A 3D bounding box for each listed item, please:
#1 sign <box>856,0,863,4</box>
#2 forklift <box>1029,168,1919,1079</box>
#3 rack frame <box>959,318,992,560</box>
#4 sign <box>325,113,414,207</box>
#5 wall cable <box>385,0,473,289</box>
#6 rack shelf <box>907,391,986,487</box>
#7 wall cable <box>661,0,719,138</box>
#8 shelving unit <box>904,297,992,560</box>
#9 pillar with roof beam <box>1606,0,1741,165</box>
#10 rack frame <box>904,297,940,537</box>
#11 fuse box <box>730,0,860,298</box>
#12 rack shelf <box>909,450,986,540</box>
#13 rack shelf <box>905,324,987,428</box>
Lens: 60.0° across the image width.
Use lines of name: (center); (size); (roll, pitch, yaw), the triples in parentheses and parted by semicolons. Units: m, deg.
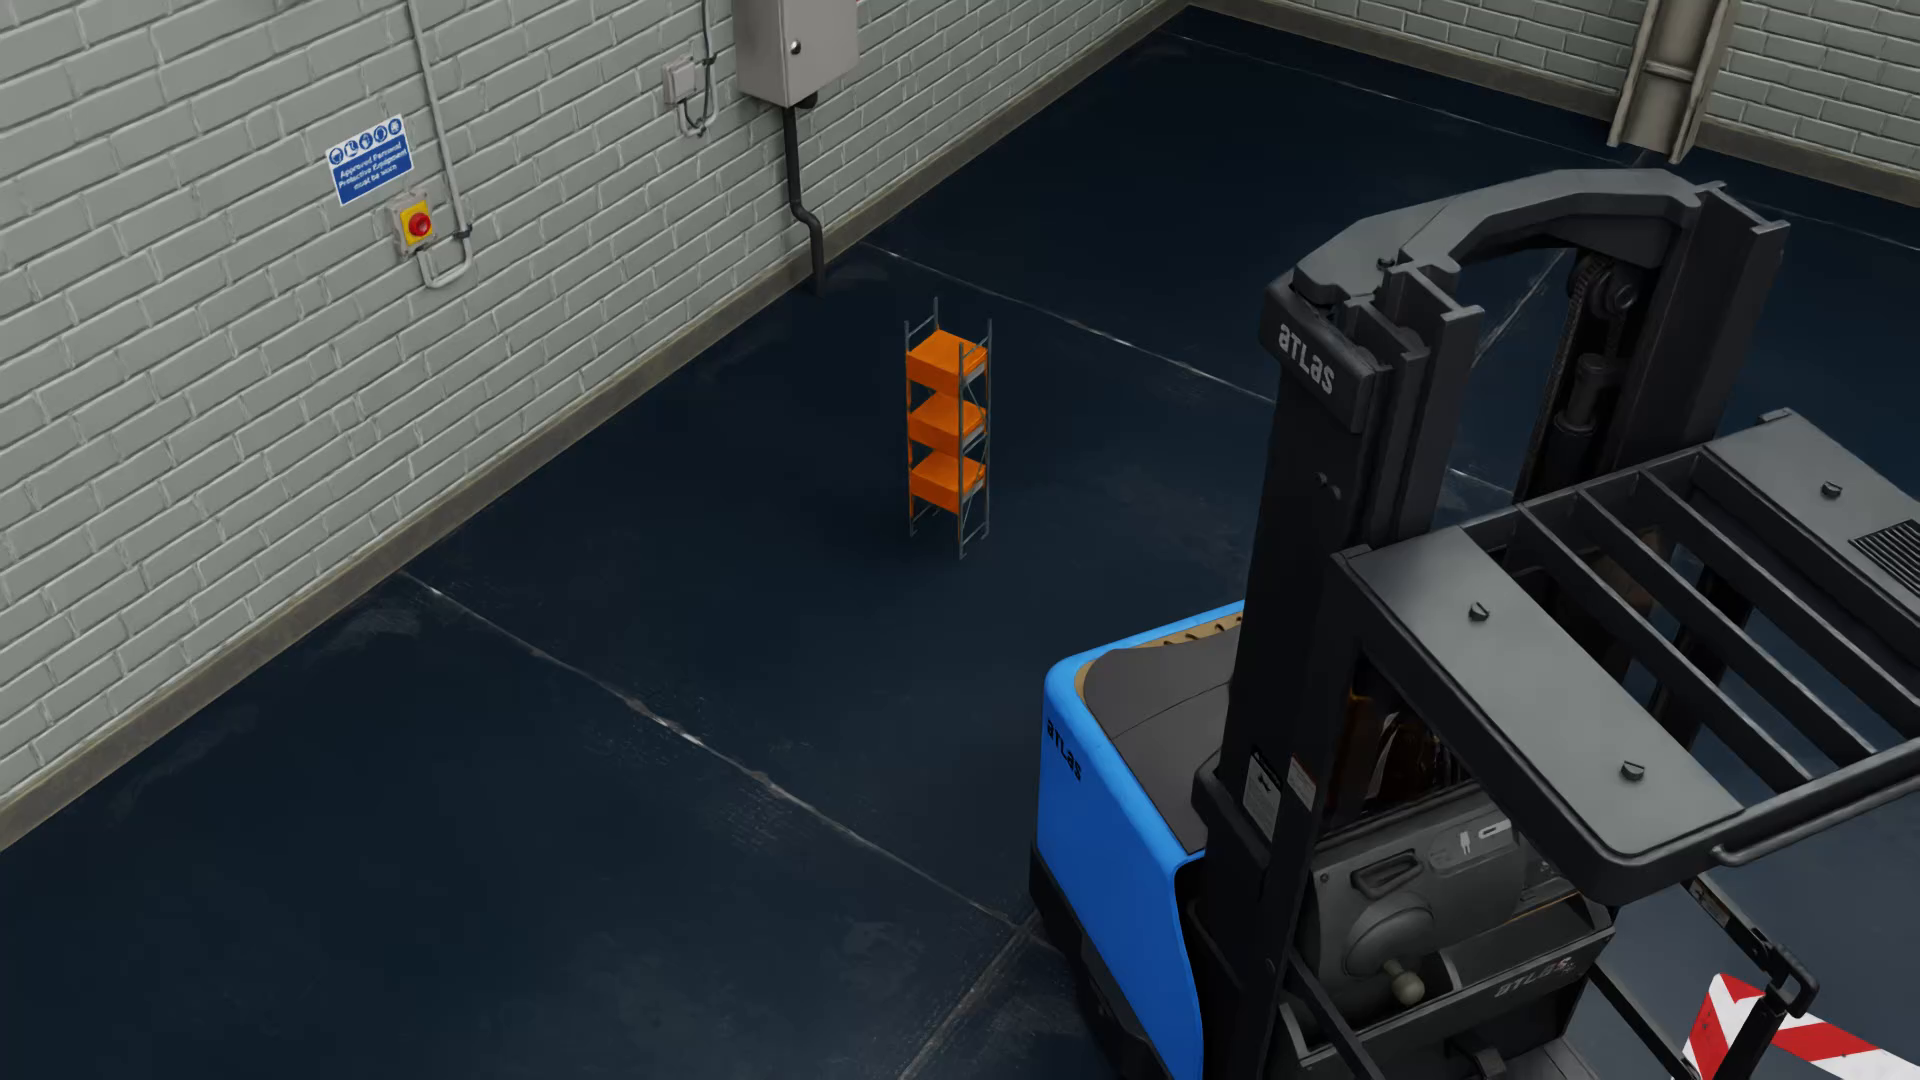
sign: (-0.527, -2.626, 7.507); (0.001, 0.494, 0.329); (25, 48, 25)
forklift: (1.285, 0.830, 3.624); (1.130, 2.935, 3.031); (-17, 44, -18)
rack frame: (0.056, -0.365, 6.371); (0.008, 1.050, 0.200); (25, 48, 25)
sign: (-2.045, -1.319, 5.772); (0.001, 0.218, 0.327); (25, 48, 25)
wall cable: (-1.967, -1.612, 5.517); (0.123, 1.953, 0.585); (25, 48, 25)
rack shelf: (-0.044, -0.404, 6.430); (0.240, 0.259, 0.215); (25, 48, 25)
wall cable: (-1.162, -2.379, 6.397); (0.122, 1.984, 0.588); (25, 48, 25)
shelving unit: (-0.044, -0.412, 6.423); (0.252, 1.050, 0.215); (25, 48, 25)
pillar with roof beam: (1.348, -3.197, 3.574); (0.400, 9.000, 9.100); (25, 48, 25)
rack frame: (-0.144, -0.458, 6.475); (0.008, 1.050, 0.200); (25, 48, 25)
fuse box: (-0.641, -1.833, 7.515); (0.414, 1.711, 0.539); (25, 48, 25)
rack shelf: (-0.044, -0.197, 6.615); (0.240, 0.259, 0.215); (25, 48, 25)
rack shelf: (-0.044, -0.615, 6.241); (0.240, 0.259, 0.215); (25, 48, 25)
